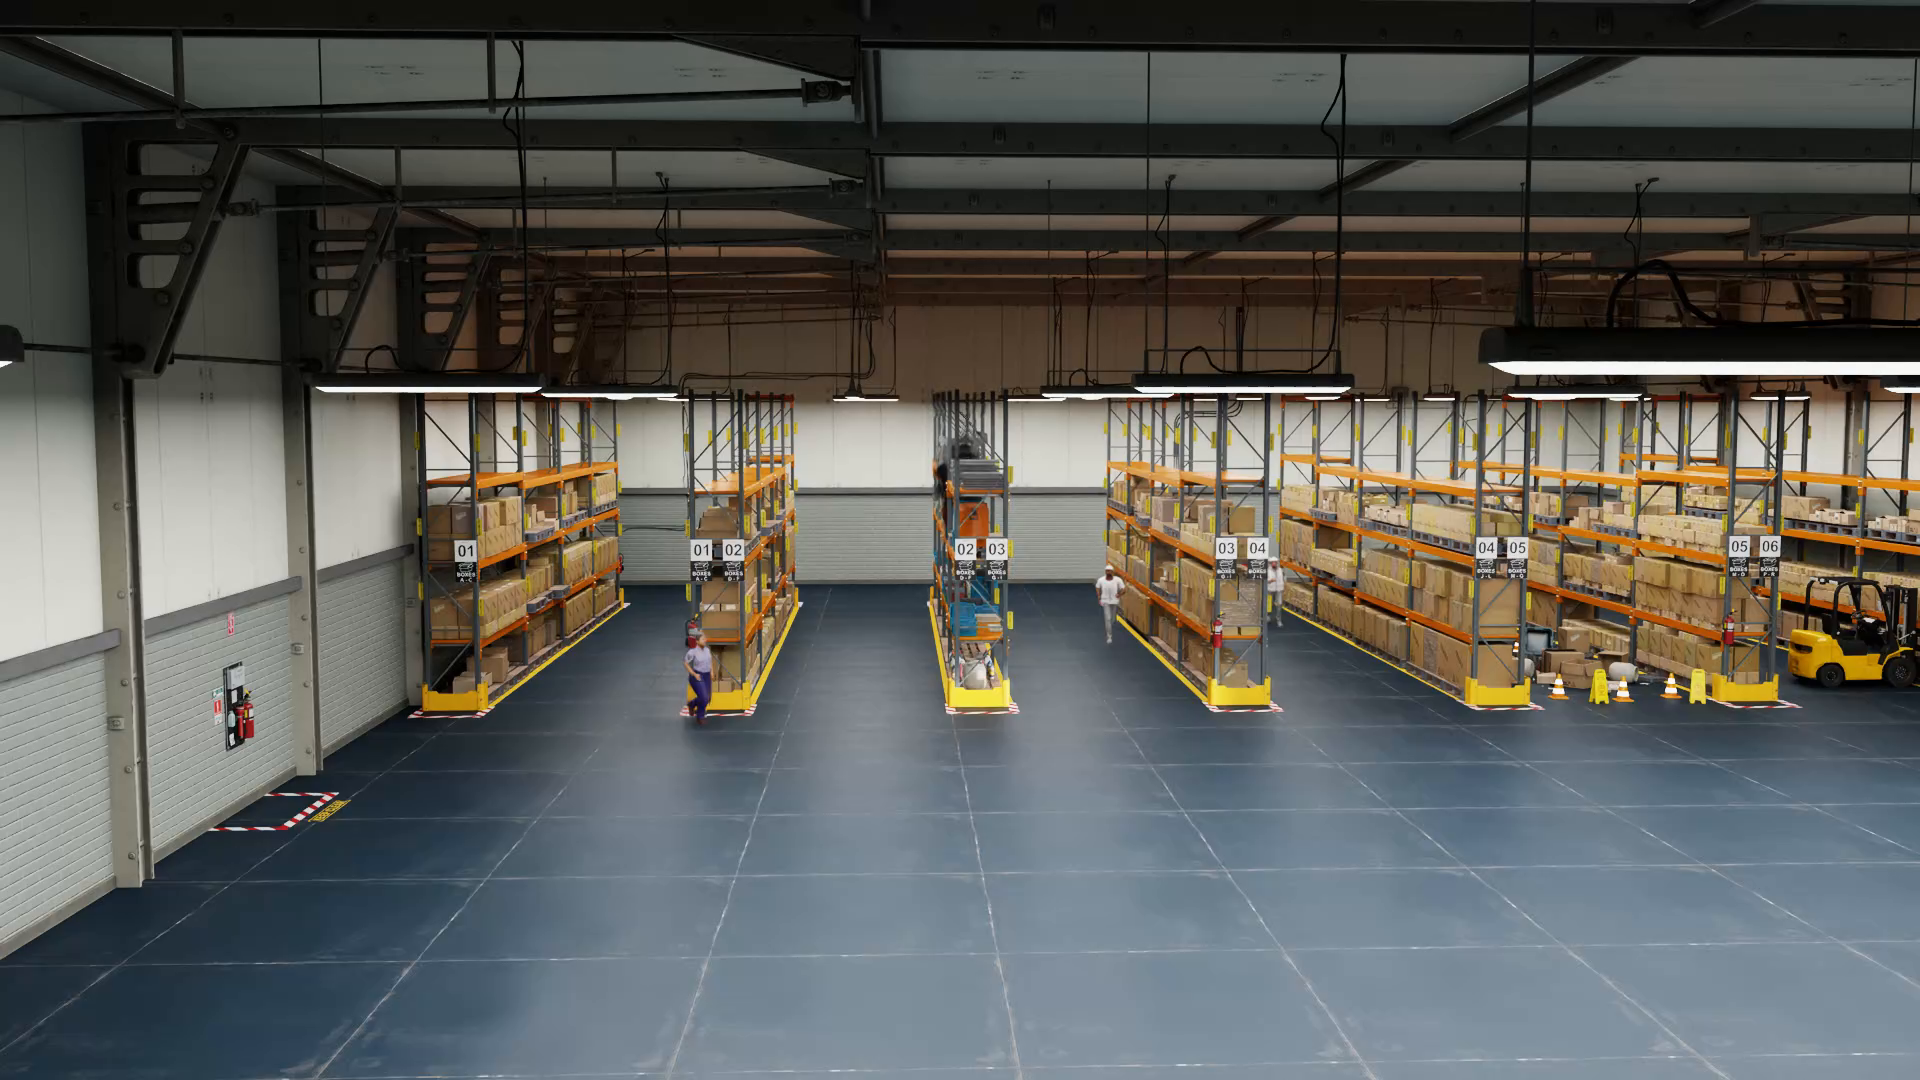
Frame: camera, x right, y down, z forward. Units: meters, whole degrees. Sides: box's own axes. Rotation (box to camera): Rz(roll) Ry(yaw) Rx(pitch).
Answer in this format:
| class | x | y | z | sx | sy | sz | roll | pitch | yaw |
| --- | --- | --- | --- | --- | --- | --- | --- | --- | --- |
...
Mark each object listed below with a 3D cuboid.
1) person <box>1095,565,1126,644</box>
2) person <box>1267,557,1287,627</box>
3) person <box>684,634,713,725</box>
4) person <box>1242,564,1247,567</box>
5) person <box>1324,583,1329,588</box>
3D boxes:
| class | x | y | z | sx | sy | sz | roll | pitch | yaw |
| --- | --- | --- | --- | --- | --- | --- | --- | --- | --- |
| person | 3.458 | 1.457 | 38.172 | 0.689 | 1.780 | 0.797 | 0 | 5 | 3 |
| person | 8.165 | 1.320 | 43.091 | 0.664 | 1.771 | 0.963 | 0 | 5 | 2 |
| person | -4.704 | 2.501 | 29.953 | 0.623 | 1.607 | 0.636 | 3 | 6 | 37 |
| person | 8.045 | 1.030 | 47.457 | 0.705 | 1.650 | 0.603 | 1 | 5 | 8 |
| person | 11.096 | 0.887 | 49.126 | 0.882 | 1.714 | 0.584 | 0 | 5 | 1 |
